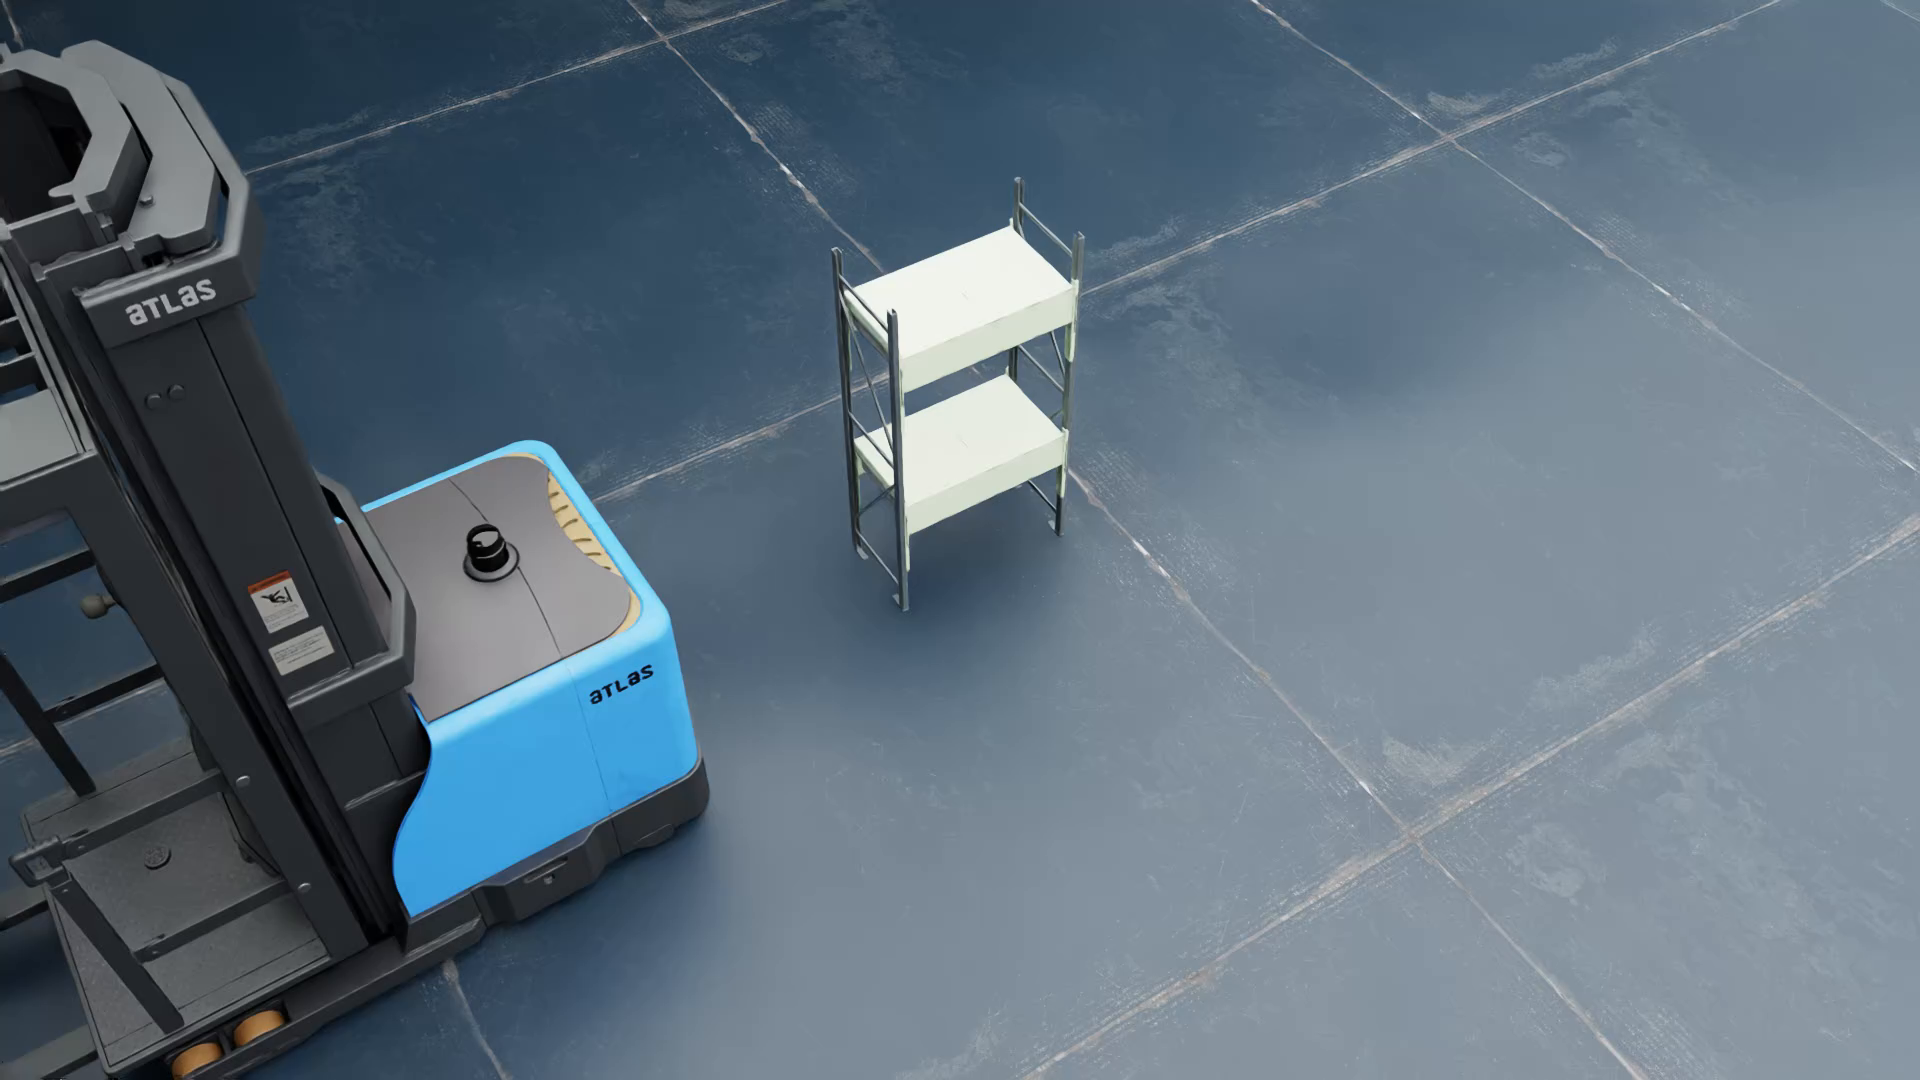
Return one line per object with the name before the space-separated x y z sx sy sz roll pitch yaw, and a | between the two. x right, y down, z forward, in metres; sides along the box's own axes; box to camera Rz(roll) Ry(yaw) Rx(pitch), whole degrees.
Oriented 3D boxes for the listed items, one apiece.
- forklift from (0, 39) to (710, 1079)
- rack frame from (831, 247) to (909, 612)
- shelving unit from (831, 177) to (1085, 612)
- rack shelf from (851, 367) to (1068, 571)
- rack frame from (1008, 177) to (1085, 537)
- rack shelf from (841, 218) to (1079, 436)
forklift | -2.384 0.287 4.477 3.031 2.935 1.130 -26 53 -22
rack frame | -0.315 -0.350 6.003 0.023 1.500 0.400 -25 53 -21
shelving unit | -0.006 -0.496 6.133 0.755 1.500 0.431 -25 53 -21
rack shelf | -0.006 -0.279 6.376 0.720 0.370 0.431 -25 53 -21
rack frame | 0.304 -0.642 6.263 0.023 1.500 0.400 -25 53 -21
rack shelf | -0.006 -0.756 5.841 0.720 0.370 0.431 -25 53 -21
